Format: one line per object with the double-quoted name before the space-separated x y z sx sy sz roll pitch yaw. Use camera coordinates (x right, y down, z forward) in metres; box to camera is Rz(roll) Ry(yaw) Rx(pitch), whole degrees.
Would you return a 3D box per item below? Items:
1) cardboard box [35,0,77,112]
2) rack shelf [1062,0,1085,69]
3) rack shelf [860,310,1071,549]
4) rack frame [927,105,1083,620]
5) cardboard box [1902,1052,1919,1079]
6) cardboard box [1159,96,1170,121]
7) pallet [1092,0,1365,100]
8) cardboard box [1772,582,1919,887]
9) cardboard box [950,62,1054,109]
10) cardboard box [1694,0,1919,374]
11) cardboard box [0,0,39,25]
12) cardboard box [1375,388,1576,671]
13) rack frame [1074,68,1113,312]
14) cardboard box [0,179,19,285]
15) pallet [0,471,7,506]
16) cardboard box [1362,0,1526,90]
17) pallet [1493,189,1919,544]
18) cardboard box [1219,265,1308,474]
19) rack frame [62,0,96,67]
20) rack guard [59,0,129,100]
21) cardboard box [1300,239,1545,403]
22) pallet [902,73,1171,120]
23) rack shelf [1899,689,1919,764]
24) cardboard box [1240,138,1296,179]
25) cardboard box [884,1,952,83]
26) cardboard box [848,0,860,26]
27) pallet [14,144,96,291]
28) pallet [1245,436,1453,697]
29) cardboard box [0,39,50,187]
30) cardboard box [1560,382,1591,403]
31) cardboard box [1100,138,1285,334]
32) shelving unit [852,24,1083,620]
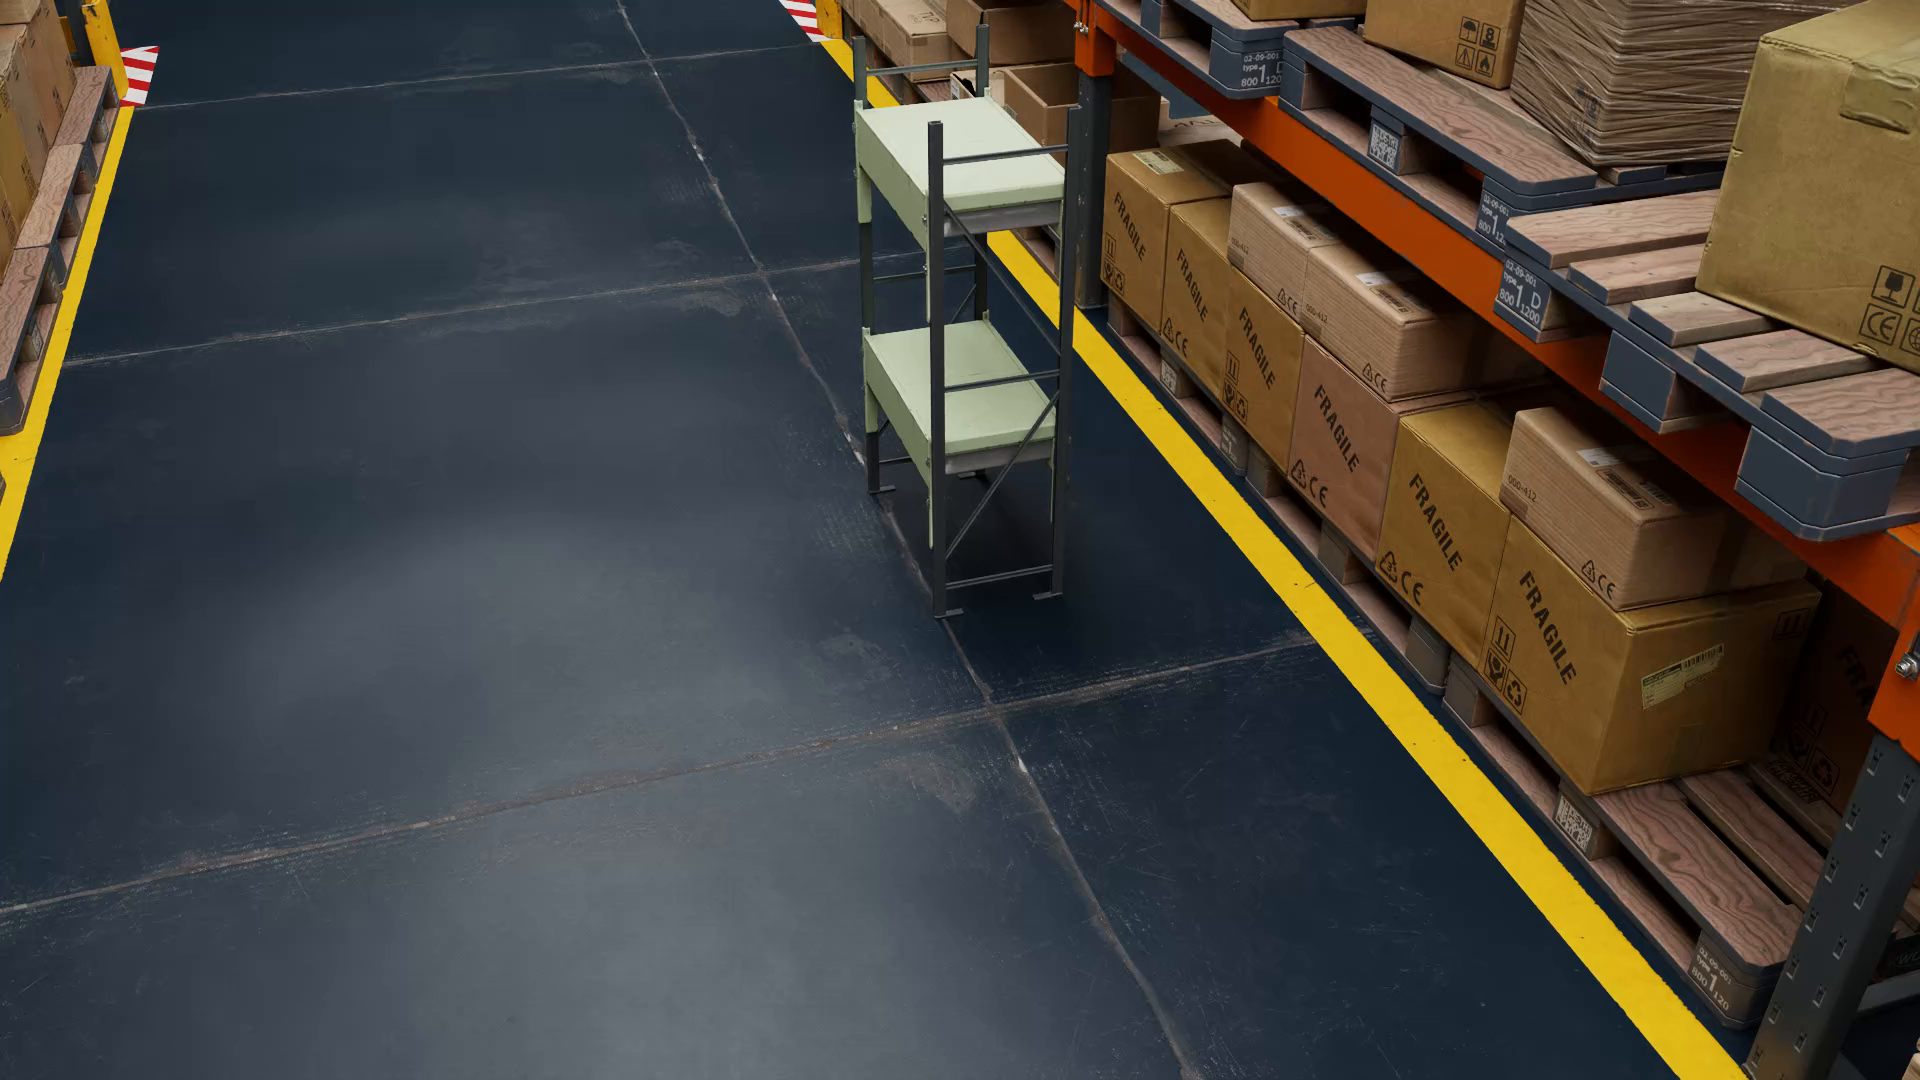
"cardboard box" -4.689 -2.322 7.930 0.700 0.500 0.500 -10 35 -15
"rack shelf" 0.329 -3.025 7.760 1.077 0.370 4.000 -10 35 -15
"rack shelf" 0.002 -0.350 5.011 0.431 0.370 0.720 -10 35 -15
"rack frame" 0.114 -0.430 4.540 0.400 1.500 0.023 -10 35 -15
"cardboard box" 2.039 1.121 2.946 0.500 0.250 0.500 -10 35 -15
"cardboard box" 0.743 -1.986 7.706 0.380 0.166 0.250 -10 35 -15
"pallet" 1.079 -1.758 5.363 1.003 0.211 1.213 -10 35 -15
"cardboard box" 2.292 0.397 3.797 0.500 0.500 0.500 -9 34 -13
"cardboard box" 0.266 -1.983 7.569 0.500 0.311 0.500 -10 35 -15
"cardboard box" 1.860 -0.704 3.123 0.700 0.500 0.500 -23 40 -30
"cardboard box" -4.398 -2.422 7.493 0.380 0.149 0.250 -9 35 -13
"cardboard box" 1.493 -0.039 4.457 0.500 0.500 0.500 -11 35 -16
"rack frame" 0.939 -2.276 5.973 1.000 3.000 0.127 -10 35 -15
"cardboard box" -4.058 -1.247 6.303 0.700 0.500 0.500 -10 35 -15
"pallet" -3.470 0.115 4.884 1.003 0.211 1.213 -10 35 -15
"cardboard box" 1.537 -1.575 4.441 0.700 0.500 0.500 -19 38 -27
"pallet" 1.885 -0.439 3.368 1.213 0.211 1.003 -10 35 -15
"cardboard box" 1.173 -0.579 5.274 0.500 0.500 0.500 -10 35 -14
"rack frame" -4.998 -3.541 7.887 1.000 3.000 0.127 -10 35 -15
"rack guard" -5.005 -2.510 8.596 1.175 0.500 0.348 -10 35 -15
"cardboard box" 1.313 -0.646 4.695 0.500 0.250 0.500 -11 35 -16
"pallet" 0.354 -2.114 8.259 1.003 0.211 1.213 -10 35 -15
"rack shelf" 2.769 1.175 1.404 1.077 0.370 4.000 -10 35 -15
"cardboard box" 1.362 -1.205 6.222 0.500 0.500 0.500 -10 35 -15
"cardboard box" -0.081 -2.554 8.489 0.500 0.250 0.500 -10 35 -15
"cardboard box" -0.405 -2.968 9.192 0.380 0.166 0.250 -10 35 -15
"pallet" -4.311 -1.331 7.073 1.003 0.211 1.213 -10 35 -15
"pallet" 1.599 -0.050 5.134 1.003 0.211 1.213 -10 35 -15
"cardboard box" -4.382 -1.796 7.133 0.700 0.500 0.500 -11 35 -16
"cardboard box" 1.979 -0.141 4.611 0.500 0.500 0.500 -10 35 -15
"cardboard box" 0.854 -1.121 6.094 0.500 0.500 0.500 -12 35 -17
"shelving unit" 0.002 -0.622 4.831 0.431 1.500 0.755 -10 35 -15
